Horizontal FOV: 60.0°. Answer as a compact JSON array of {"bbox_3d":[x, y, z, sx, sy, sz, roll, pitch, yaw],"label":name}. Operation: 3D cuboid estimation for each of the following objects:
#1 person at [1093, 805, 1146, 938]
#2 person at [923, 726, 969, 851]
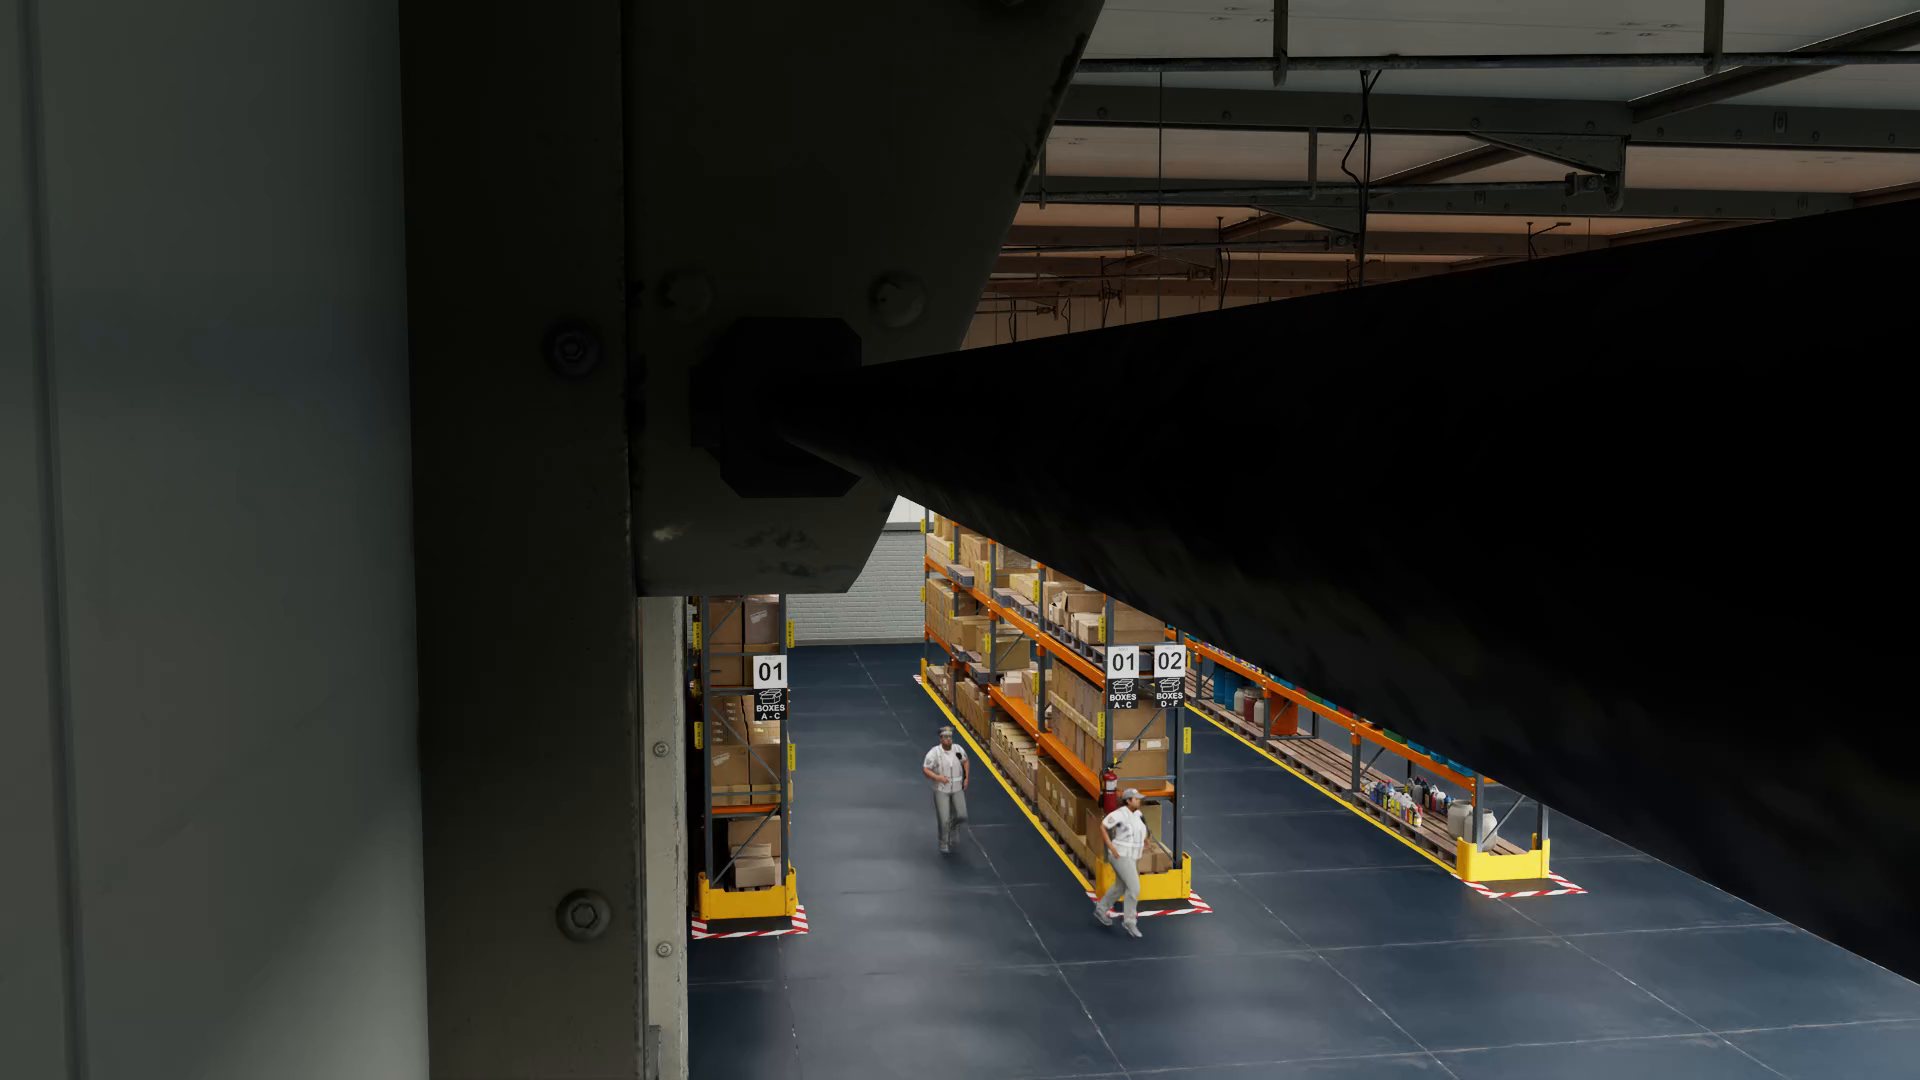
[{"bbox_3d":[1.951,3.894,19.735,0.713,1.491,0.606,3,6,31],"label":"person"},{"bbox_3d":[-0.152,3.436,22.948,0.715,1.754,0.578,-2,5,-18],"label":"person"}]
